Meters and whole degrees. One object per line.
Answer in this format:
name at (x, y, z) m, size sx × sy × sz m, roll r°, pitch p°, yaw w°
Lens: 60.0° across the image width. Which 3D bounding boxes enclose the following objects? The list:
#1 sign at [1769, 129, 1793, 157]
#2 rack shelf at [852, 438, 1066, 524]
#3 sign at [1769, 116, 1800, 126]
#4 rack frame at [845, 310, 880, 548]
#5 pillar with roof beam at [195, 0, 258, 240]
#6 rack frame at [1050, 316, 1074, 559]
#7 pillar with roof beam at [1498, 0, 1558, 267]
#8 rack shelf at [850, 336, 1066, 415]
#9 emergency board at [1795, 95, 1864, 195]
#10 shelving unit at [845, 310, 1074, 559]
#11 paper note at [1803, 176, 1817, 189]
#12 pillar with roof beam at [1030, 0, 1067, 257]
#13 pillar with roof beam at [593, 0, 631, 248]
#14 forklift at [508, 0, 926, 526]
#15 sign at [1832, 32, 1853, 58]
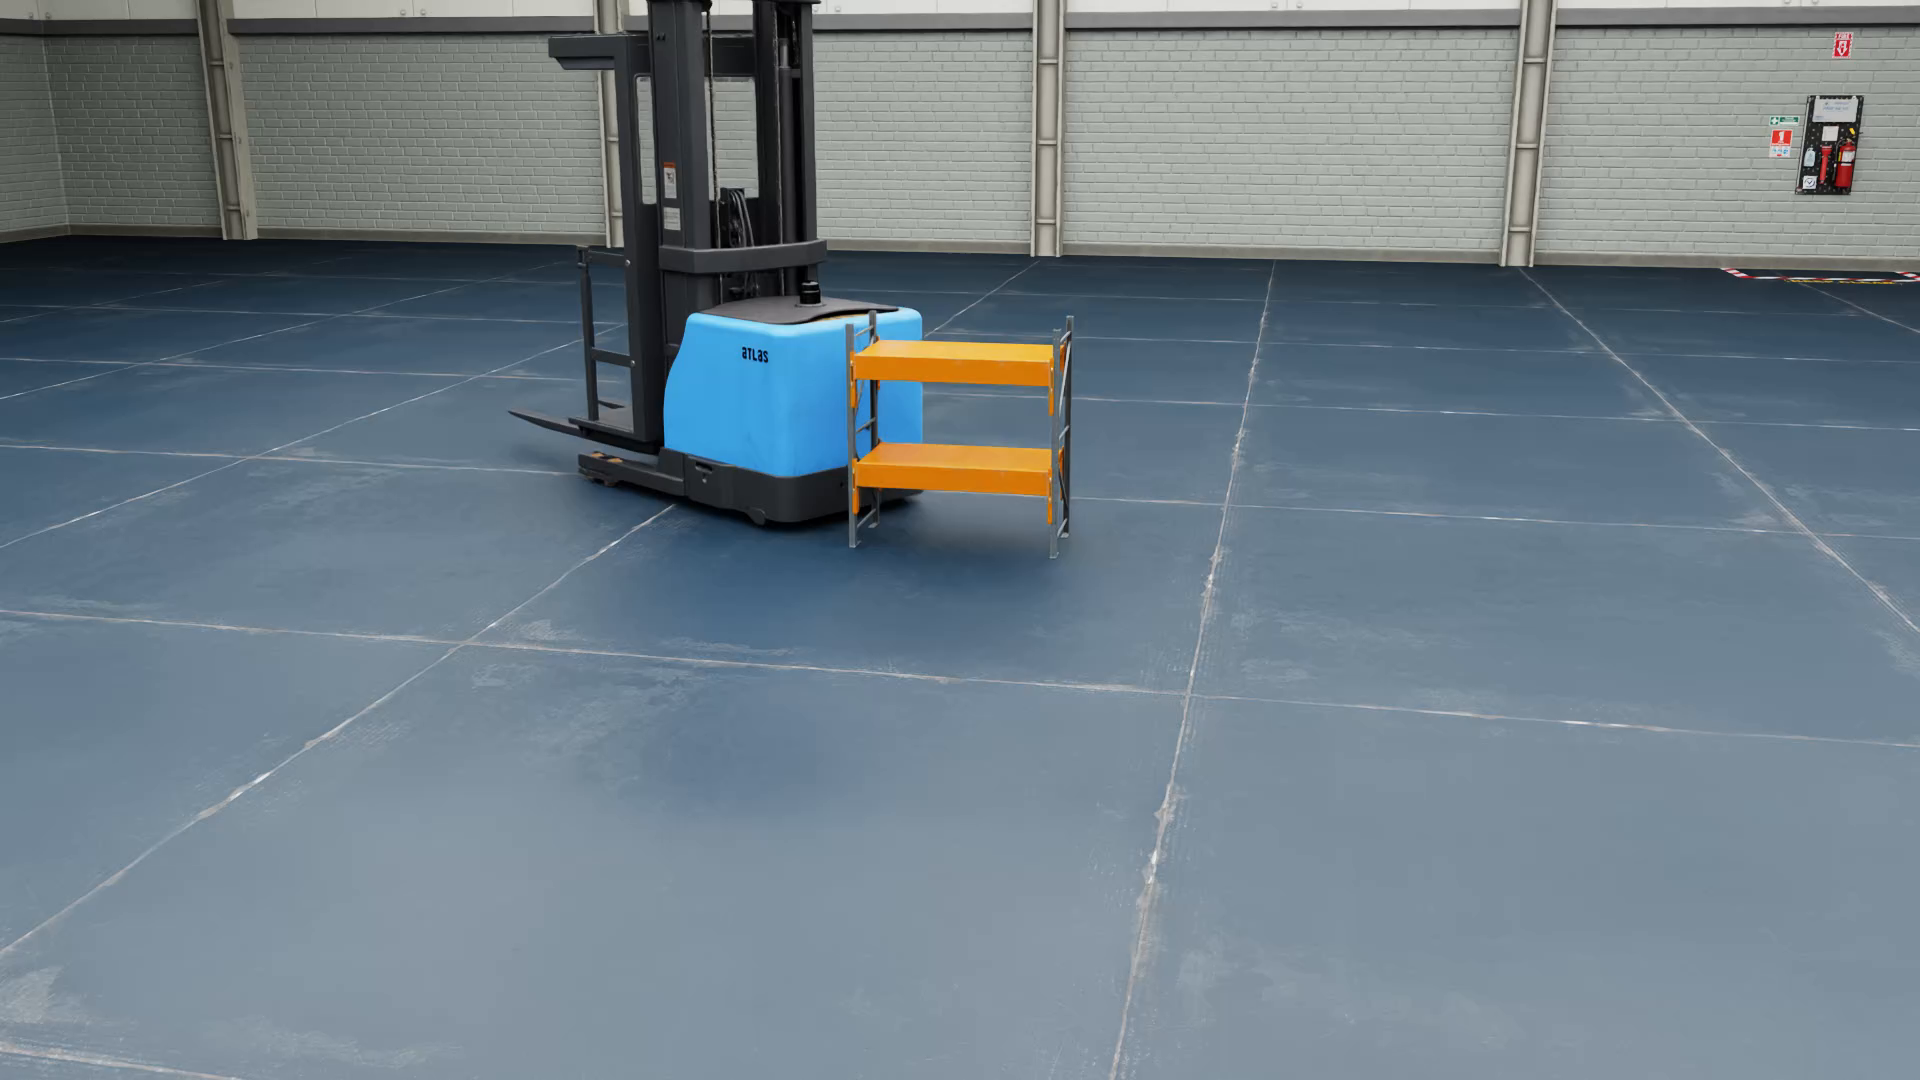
sign at (9.982, -4.824, 20.221) m, size 0.234 × 0.329 × 0.001 m, roll 3°, pitch 16°, yaw 11°
rack shelf at (0.007, -0.306, 8.406) m, size 1.000 × 0.278 × 0.538 m, roll 3°, pitch 16°, yaw 11°
sign at (9.985, -5.077, 20.141) m, size 0.331 × 0.109 × 0.001 m, roll 3°, pitch 16°, yaw 11°
rack frame at (-0.492, -0.569, 8.438) m, size 0.032 × 1.125 × 0.500 m, roll 3°, pitch 16°, yaw 11°
pillar with roof beam at (-11.459, -7.651, 19.254) m, size 0.400 × 9.000 × 9.100 m, roll 3°, pitch 16°, yaw 11°
rack frame at (0.505, -0.515, 8.243) m, size 0.032 × 1.125 × 0.500 m, roll 3°, pitch 16°, yaw 11°
pillar with roof beam at (6.180, -6.693, 15.797) m, size 0.400 × 9.000 × 9.100 m, roll 3°, pitch 16°, yaw 11°
rack shelf at (0.007, -0.824, 8.262) m, size 1.000 × 0.278 × 0.538 m, roll 3°, pitch 16°, yaw 11°
emergency board at (10.503, -4.750, 20.022) m, size 0.643 × 1.169 × 0.194 m, roll 3°, pitch 16°, yaw 11°
shelving unit at (0.007, -0.542, 8.341) m, size 1.048 × 1.125 × 0.538 m, roll 3°, pitch 16°, yaw 11°
paper note at (10.343, -4.353, 20.239) m, size 0.142 × 0.148 × 0.016 m, roll 3°, pitch 16°, yaw 11°
pillar with roof beam at (0.300, -7.012, 16.949) m, size 0.400 × 9.000 × 9.100 m, roll 3°, pitch 16°, yaw 11°
pillar with roof beam at (-5.580, -7.331, 18.102) m, size 0.400 × 9.000 × 9.100 m, roll 3°, pitch 16°, yaw 11°
forklift at (-1.589, -1.805, 9.517) m, size 3.031 × 2.935 × 1.130 m, roll 15°, pitch 21°, yaw 43°
sign at (10.515, -5.894, 19.808) m, size 0.199 × 0.298 × 0.001 m, roll 3°, pitch 16°, yaw 11°
